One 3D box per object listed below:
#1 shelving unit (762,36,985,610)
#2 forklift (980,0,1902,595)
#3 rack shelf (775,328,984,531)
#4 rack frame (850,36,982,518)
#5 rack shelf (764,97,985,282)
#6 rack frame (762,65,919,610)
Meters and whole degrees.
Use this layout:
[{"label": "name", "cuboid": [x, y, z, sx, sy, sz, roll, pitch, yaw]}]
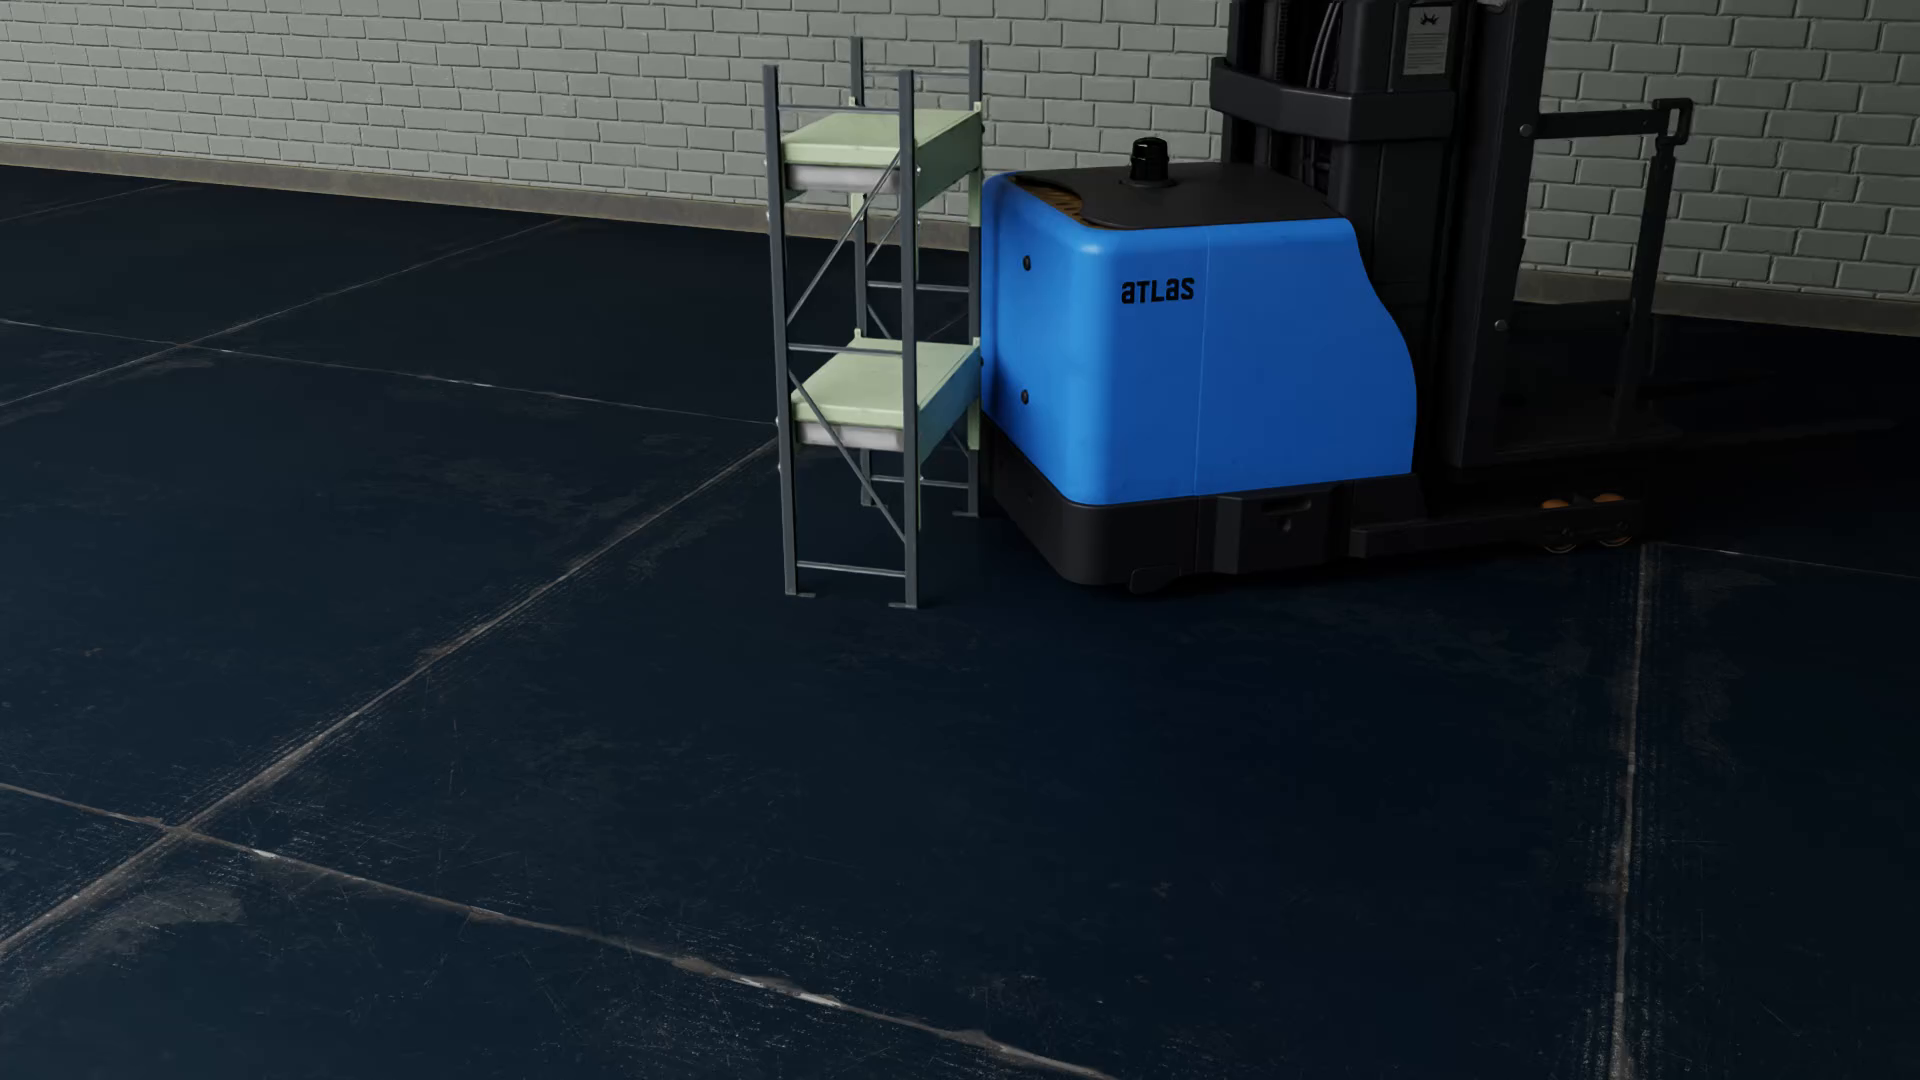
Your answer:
[{"label": "shelving unit", "cuboid": [-0.222, -0.650, 4.860, 0.431, 1.500, 0.755, 6, 23, 13]}, {"label": "forklift", "cuboid": [1.629, -1.499, 5.036, 3.031, 2.935, 1.130, -6, 23, -15]}, {"label": "rack shelf", "cuboid": [-0.222, -0.349, 4.986, 0.431, 0.370, 0.720, 6, 23, 13]}, {"label": "rack frame", "cuboid": [-0.131, -0.787, 5.187, 0.400, 1.500, 0.023, 6, 23, 13]}, {"label": "rack shelf", "cuboid": [-0.222, -1.010, 4.710, 0.431, 0.370, 0.720, 6, 23, 13]}, {"label": "rack frame", "cuboid": [-0.313, -0.513, 4.533, 0.400, 1.500, 0.023, 6, 23, 13]}]
